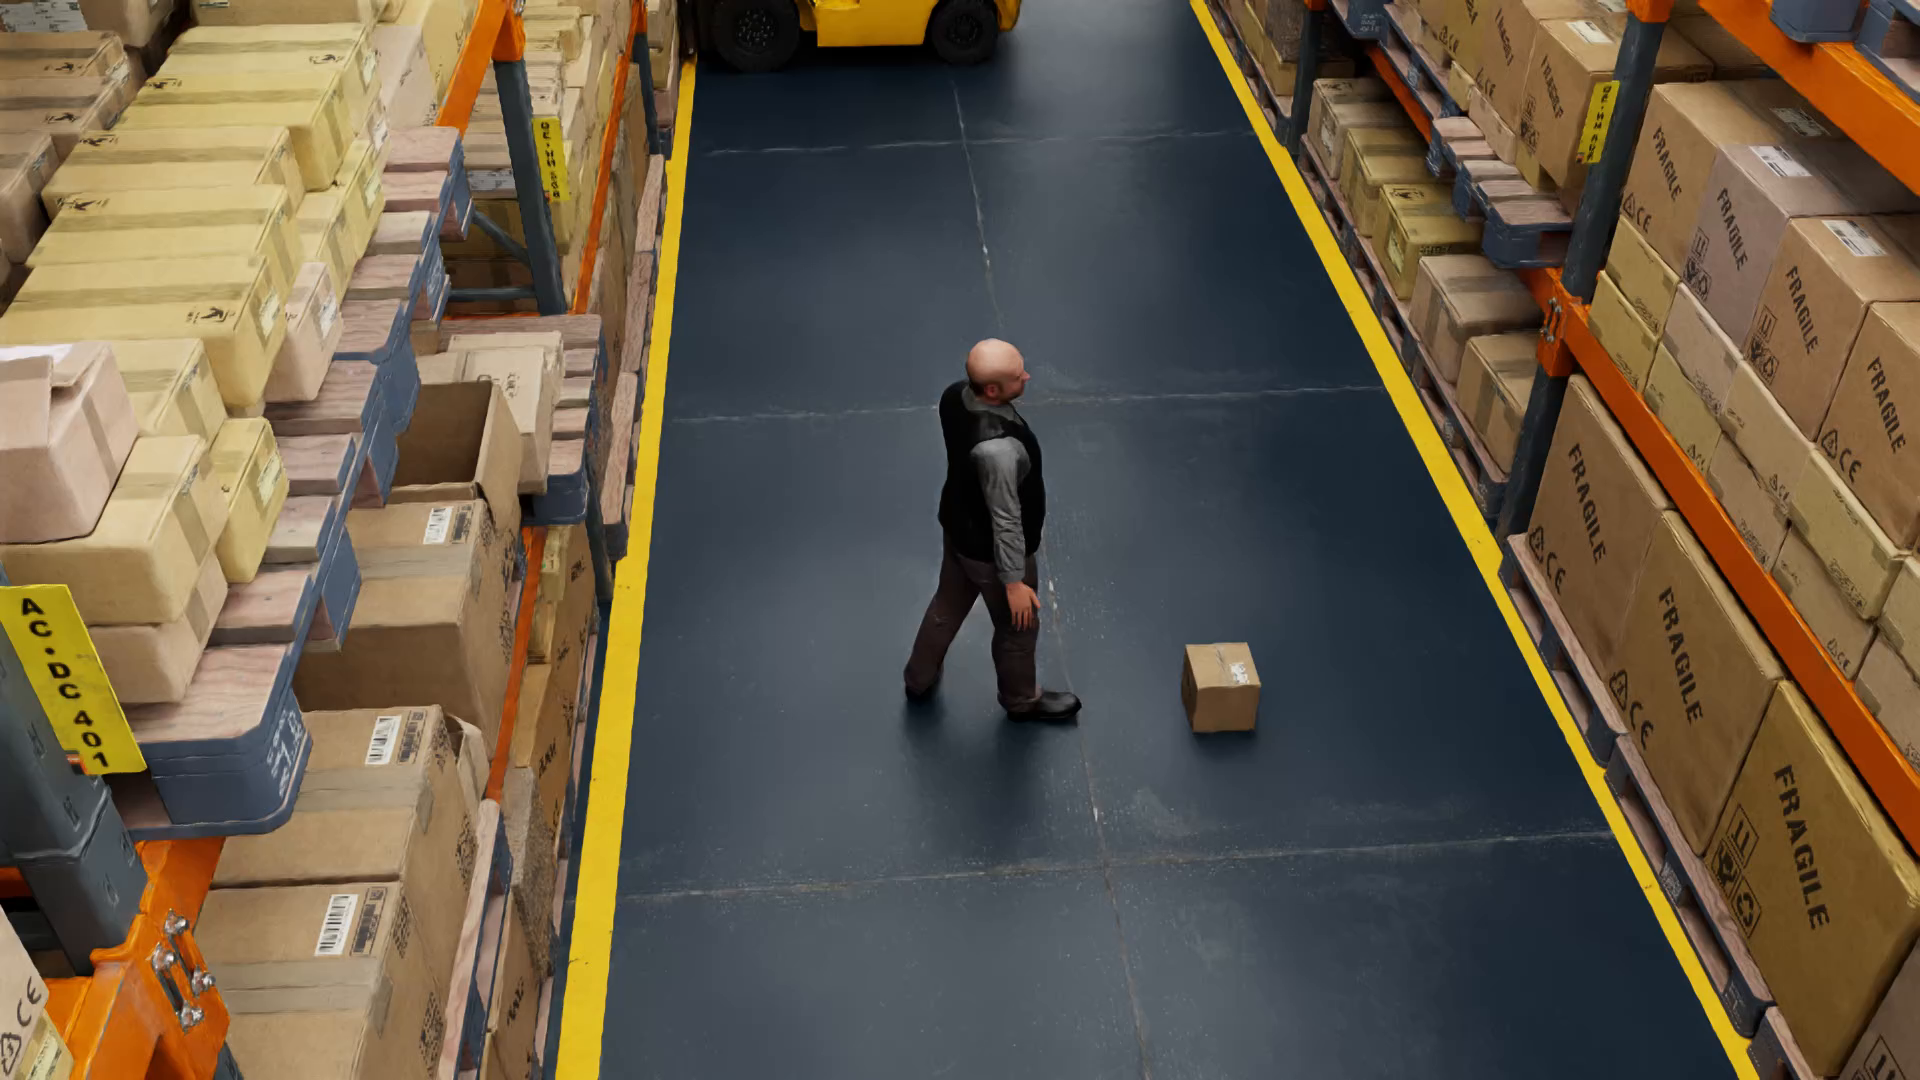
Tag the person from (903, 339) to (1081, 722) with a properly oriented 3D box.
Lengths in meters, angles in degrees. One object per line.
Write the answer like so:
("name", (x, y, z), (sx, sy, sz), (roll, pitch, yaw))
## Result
("person", (0.133, 0.008, 6.163), (0.641, 1.723, 0.745), (-13, 41, -16))
